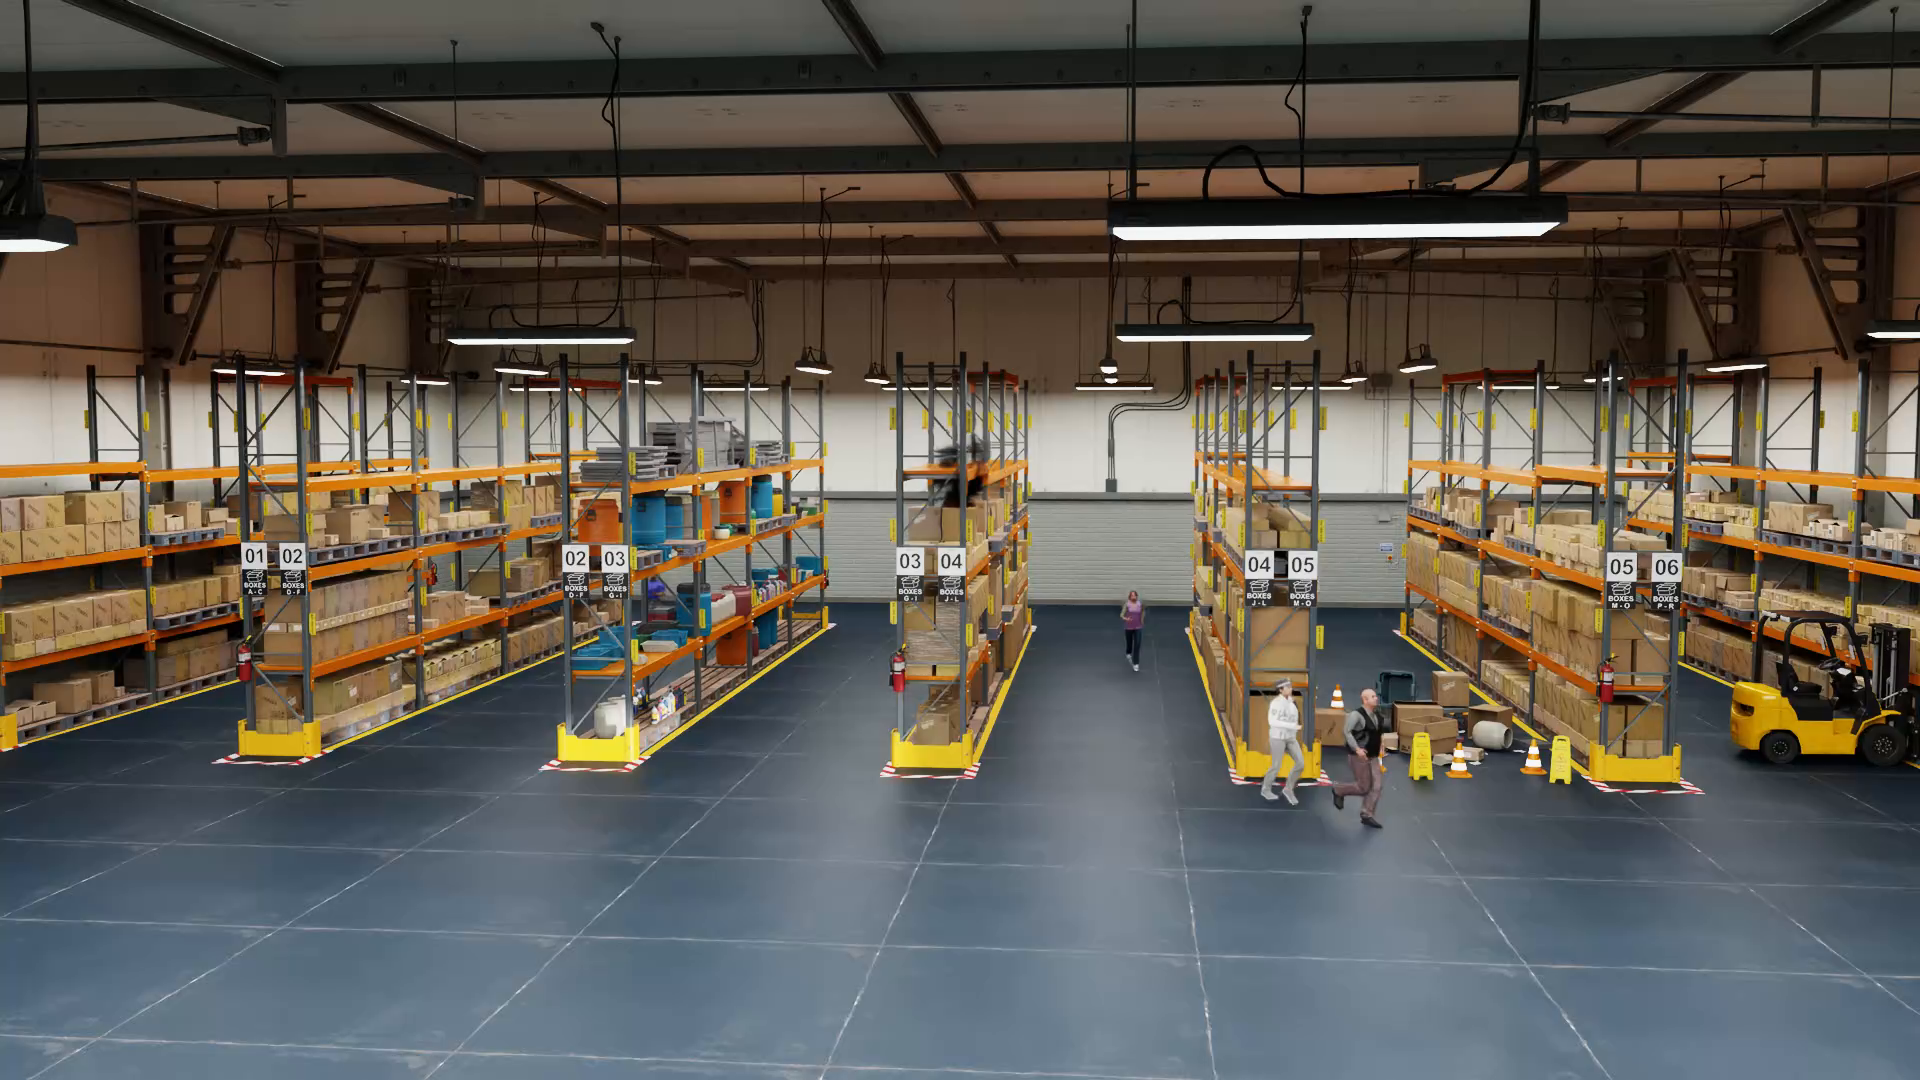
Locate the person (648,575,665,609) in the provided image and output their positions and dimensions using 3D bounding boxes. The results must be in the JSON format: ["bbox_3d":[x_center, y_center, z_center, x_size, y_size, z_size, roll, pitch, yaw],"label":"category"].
[{"bbox_3d":[-6.909,1.523,37.426,0.551,1.704,0.755,-1,4,-8],"label":"person"}]

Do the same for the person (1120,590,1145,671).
[{"bbox_3d":[3.504,1.808,33.660,0.541,1.593,0.870,0,4,-3],"label":"person"}]

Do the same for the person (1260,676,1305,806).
[{"bbox_3d":[4.236,2.622,21.720,0.606,1.720,0.681,-3,5,-39],"label":"person"}]

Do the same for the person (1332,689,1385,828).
[{"bbox_3d":[5.012,2.696,20.771,0.682,1.698,0.730,-4,5,-42],"label":"person"}]
